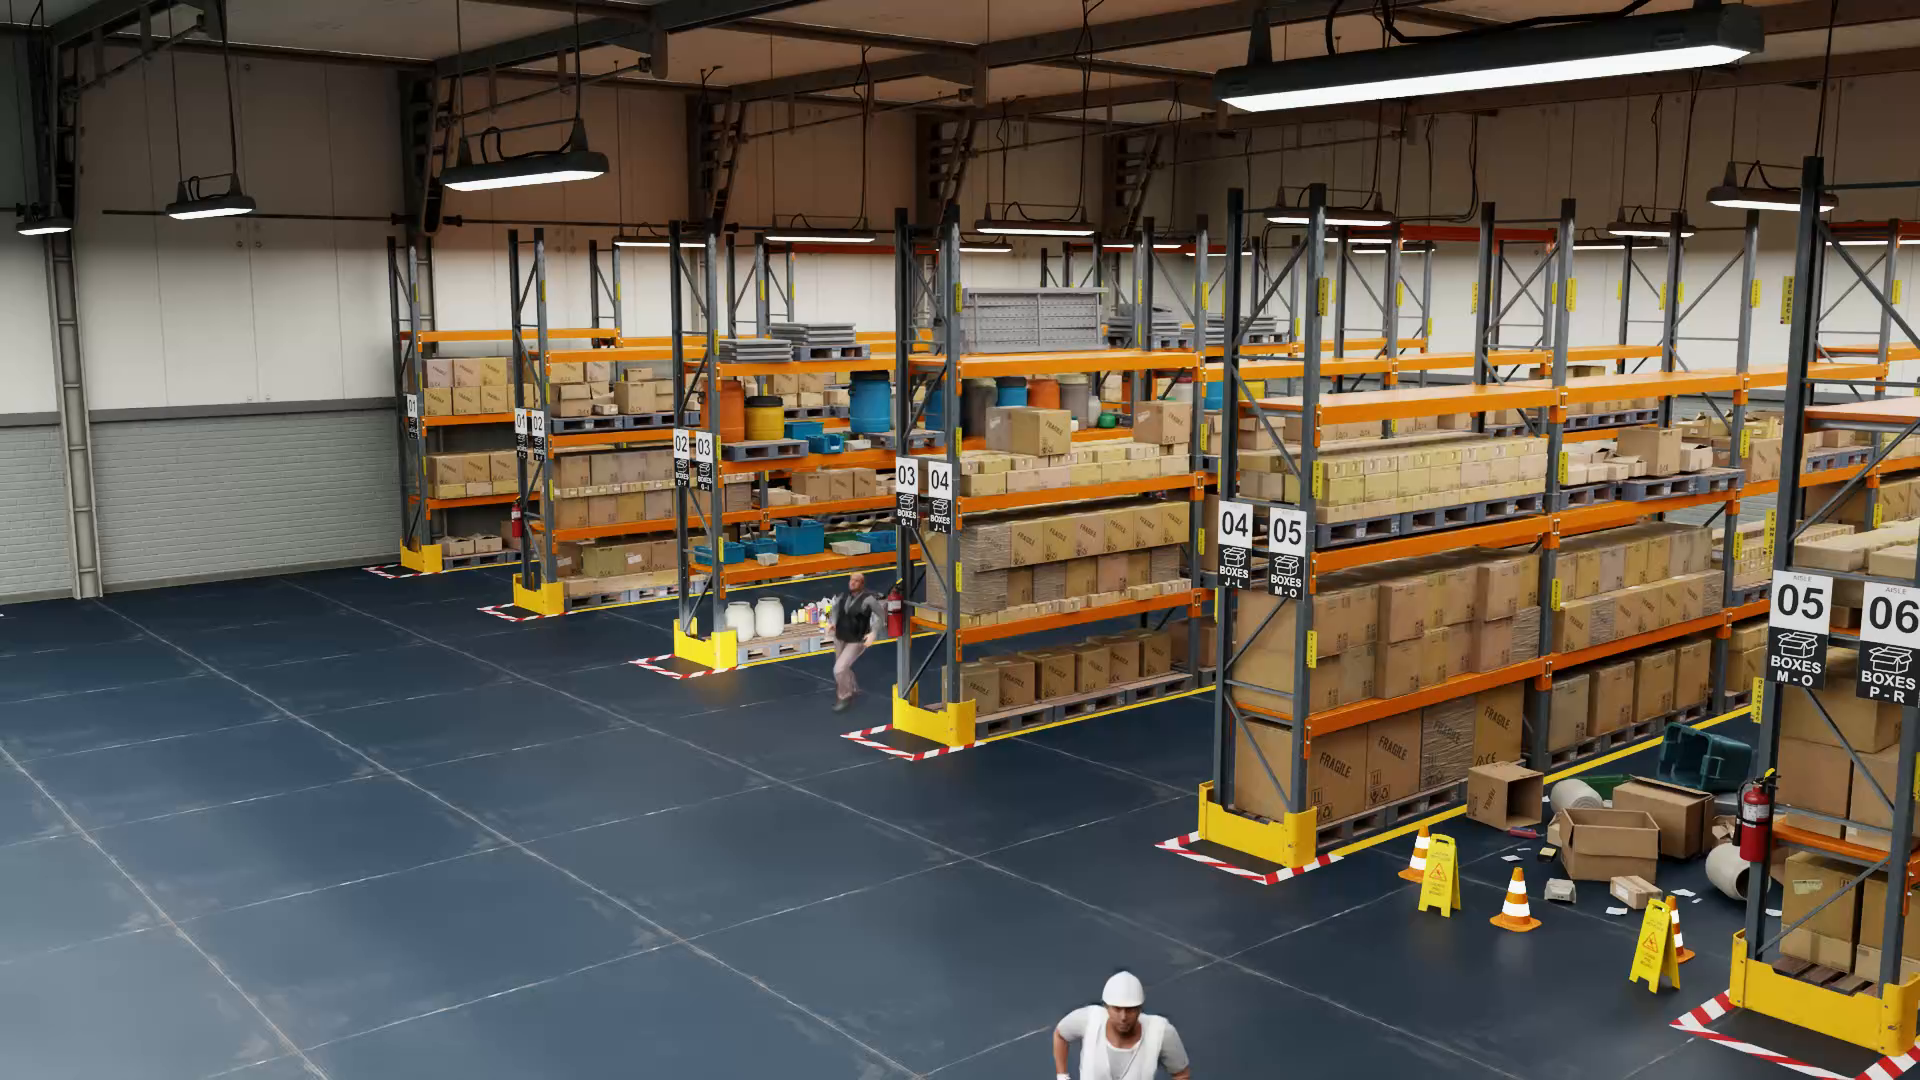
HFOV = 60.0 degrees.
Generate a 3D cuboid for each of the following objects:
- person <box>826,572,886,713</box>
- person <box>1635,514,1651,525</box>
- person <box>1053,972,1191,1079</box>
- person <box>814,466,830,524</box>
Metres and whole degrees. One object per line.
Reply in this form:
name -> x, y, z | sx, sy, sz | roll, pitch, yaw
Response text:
person -> -1.297, 1.239, 20.095 | 0.713, 1.717, 0.669 | 7, 11, 39
person -> 10.526, 0.371, 25.833 | 0.579, 1.753, 0.751 | 9, 12, 44
person -> 0.823, 3.004, 8.560 | 0.715, 1.771, 0.993 | 1, 9, 9
person -> -2.634, -0.634, 32.514 | 0.565, 1.669, 0.761 | 7, 11, 39
